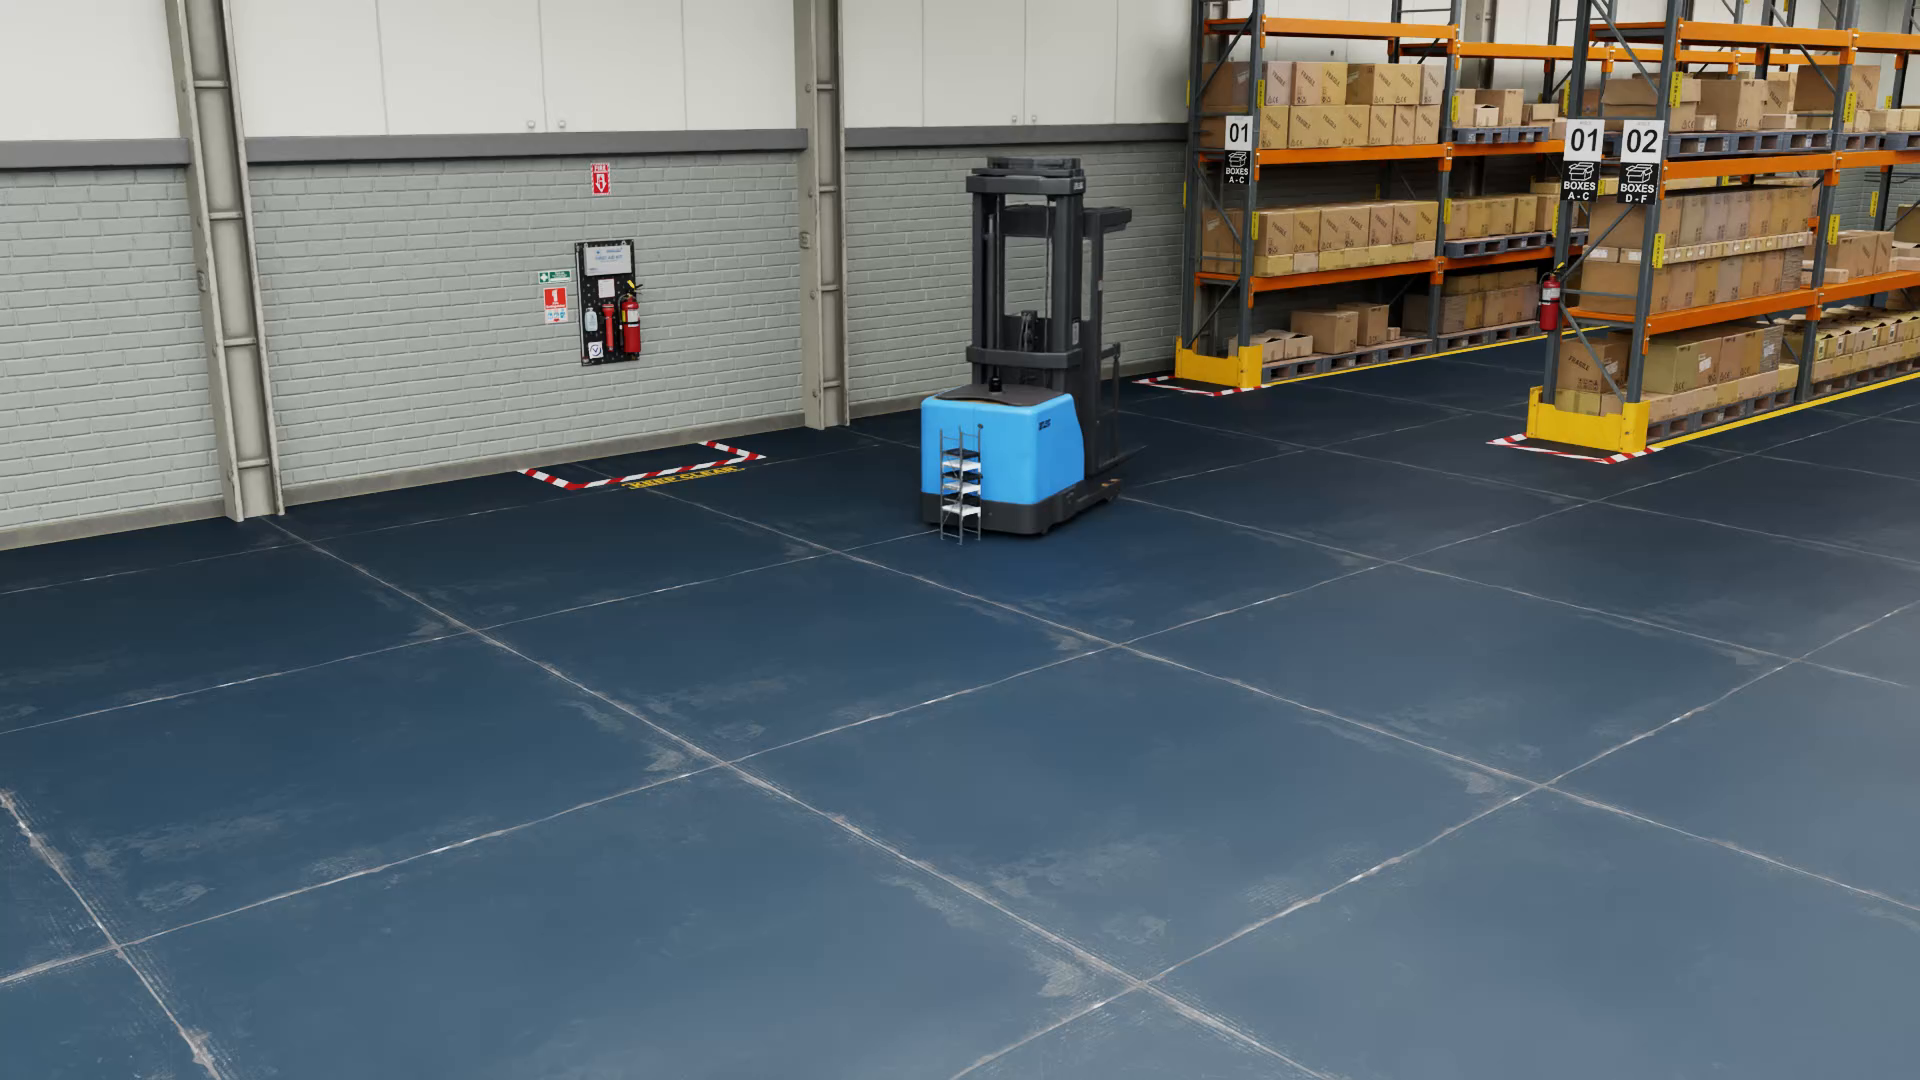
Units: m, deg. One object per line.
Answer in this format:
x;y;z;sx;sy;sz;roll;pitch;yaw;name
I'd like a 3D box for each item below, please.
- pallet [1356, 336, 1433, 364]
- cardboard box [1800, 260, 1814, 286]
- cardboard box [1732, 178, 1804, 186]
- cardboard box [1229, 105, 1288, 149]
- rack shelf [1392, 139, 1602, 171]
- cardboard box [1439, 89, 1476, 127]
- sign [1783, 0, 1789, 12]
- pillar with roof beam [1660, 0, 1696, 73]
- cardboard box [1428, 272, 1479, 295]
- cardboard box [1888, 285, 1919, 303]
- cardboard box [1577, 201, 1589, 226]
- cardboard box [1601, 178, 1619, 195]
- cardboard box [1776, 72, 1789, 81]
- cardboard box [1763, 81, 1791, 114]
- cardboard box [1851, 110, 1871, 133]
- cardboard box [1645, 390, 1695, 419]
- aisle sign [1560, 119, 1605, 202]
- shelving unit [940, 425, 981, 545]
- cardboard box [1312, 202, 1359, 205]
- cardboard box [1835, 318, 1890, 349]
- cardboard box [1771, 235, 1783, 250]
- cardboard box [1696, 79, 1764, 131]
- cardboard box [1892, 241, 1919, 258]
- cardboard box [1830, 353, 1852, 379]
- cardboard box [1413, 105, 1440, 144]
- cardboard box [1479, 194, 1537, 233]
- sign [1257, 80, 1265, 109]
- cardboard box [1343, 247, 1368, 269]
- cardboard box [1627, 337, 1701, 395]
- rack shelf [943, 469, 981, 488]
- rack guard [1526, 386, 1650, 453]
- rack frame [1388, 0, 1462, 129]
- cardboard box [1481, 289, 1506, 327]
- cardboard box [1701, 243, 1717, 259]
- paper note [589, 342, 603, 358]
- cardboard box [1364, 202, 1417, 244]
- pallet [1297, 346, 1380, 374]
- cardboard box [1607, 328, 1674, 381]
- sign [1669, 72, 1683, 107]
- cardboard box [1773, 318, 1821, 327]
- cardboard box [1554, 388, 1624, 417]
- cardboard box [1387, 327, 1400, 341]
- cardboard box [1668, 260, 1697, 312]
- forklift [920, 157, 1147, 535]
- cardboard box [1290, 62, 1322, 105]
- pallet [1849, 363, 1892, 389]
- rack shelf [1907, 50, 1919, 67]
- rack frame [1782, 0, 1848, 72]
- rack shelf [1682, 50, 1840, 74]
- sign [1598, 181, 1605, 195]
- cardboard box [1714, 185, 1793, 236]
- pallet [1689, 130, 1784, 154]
5.669;-2.619;22.648;1.213;0.211;1.003;-13;19;-39;pallet
9.749;-3.143;19.495;0.500;0.250;0.500;-11;19;-36;cardboard box
14.285;-6.051;29.511;0.700;0.700;0.980;-13;20;-40;cardboard box
3.551;-4.925;19.830;0.500;0.500;0.500;-12;19;-38;cardboard box
7.661;-5.528;23.714;4.000;0.370;1.077;-13;19;-39;rack shelf
6.617;-5.865;22.574;0.500;0.500;0.500;-9;18;-32;cardboard box
14.845;-9.655;29.843;0.005;0.325;0.100;-13;19;-39;sign
14.973;-7.790;24.976;0.400;9.000;9.100;-13;19;-39;pillar with roof beam
7.026;-3.658;23.669;0.500;0.250;0.500;-13;20;-41;cardboard box
13.015;-3.383;22.640;0.500;0.250;0.500;-12;19;-37;cardboard box
9.704;-4.999;25.344;0.500;0.500;0.500;-12;19;-38;cardboard box
9.703;-5.361;25.244;0.500;0.250;0.500;-12;19;-38;cardboard box
13.662;-7.672;28.177;0.500;0.500;0.500;-12;19;-39;cardboard box
8.854;-4.858;18.532;0.500;0.500;0.500;-11;18;-35;cardboard box
10.290;-4.899;19.444;0.500;0.250;0.500;14;20;42;cardboard box
7.314;-1.453;17.393;0.500;0.250;0.500;-13;19;-39;cardboard box
6.147;-3.748;16.431;0.004;0.787;0.394;-13;19;-39;aisle sign
0.002;-0.432;13.125;0.210;0.900;0.258;-14;21;-43;shelving unit
4.888;-4.178;21.876;0.500;0.500;0.500;-12;19;-38;cardboard box
11.041;-2.551;20.416;0.500;0.311;0.500;-12;19;-38;cardboard box
8.761;-3.266;18.216;0.250;0.149;0.380;-13;20;-39;cardboard box
7.821;-4.442;16.976;0.500;0.500;0.500;-13;19;-39;cardboard box
12.121;-3.705;21.481;0.500;0.311;0.500;-11;19;-36;cardboard box
10.260;-2.104;19.830;0.500;0.250;0.500;-12;19;-38;cardboard box
5.931;-5.460;21.835;0.500;0.500;0.500;-12;19;-38;cardboard box
7.896;-4.729;24.095;0.500;0.500;0.700;-13;19;-39;cardboard box
3.491;-5.176;19.307;0.005;0.325;0.100;-13;19;-39;sign
4.864;-3.629;21.275;0.500;0.250;0.500;-12;19;-39;cardboard box
7.316;-1.815;17.295;0.500;0.500;0.500;-13;19;-39;cardboard box
0.002;-0.487;13.110;0.200;0.077;0.258;-14;21;-43;rack shelf
6.371;-1.234;16.902;0.348;0.500;1.175;-13;19;-39;rack guard
6.152;-6.986;21.965;0.127;3.000;1.000;-13;19;-39;rack frame
7.465;-3.396;24.143;0.500;0.500;0.700;-12;19;-39;cardboard box
7.604;-3.007;17.246;0.250;0.149;0.380;-14;20;-41;cardboard box
-3.500;-1.827;15.984;0.142;0.148;0.016;-13;19;-39;paper note
5.626;-4.161;21.814;0.500;0.500;0.500;-13;20;-40;cardboard box
4.748;-2.412;21.870;1.213;0.211;1.003;-13;19;-39;pallet
7.343;-2.004;18.000;0.500;0.500;0.500;-13;19;-39;cardboard box
6.749;-4.247;15.676;0.005;0.325;0.100;-13;19;-39;sign
10.290;-2.567;20.475;0.500;0.311;0.500;-13;20;-40;cardboard box
6.600;-1.469;17.451;0.500;0.250;0.500;-13;19;-39;cardboard box
5.768;-2.835;22.687;0.380;0.166;0.250;13;20;40;cardboard box
7.143;-2.661;17.205;0.500;0.500;0.700;-12;19;-38;cardboard box
0.789;-1.792;14.278;1.130;2.935;3.031;7;17;26;forklift
3.996;-5.493;20.020;0.500;0.500;0.500;-13;20;-40;cardboard box
10.858;-2.117;20.765;1.213;0.211;1.003;-13;19;-39;pallet
13.933;-6.498;22.307;4.000;0.370;1.077;-13;19;-39;rack shelf
15.205;-9.019;29.576;0.127;3.000;1.000;-13;19;-39;rack frame
13.696;-8.139;28.452;4.000;0.370;1.077;-13;19;-39;rack shelf
9.533;-5.182;24.748;0.005;0.325;0.100;-13;19;-39;sign
8.696;-3.636;18.344;0.500;0.500;0.700;-13;20;-39;cardboard box
7.860;-4.175;17.426;1.213;0.211;1.003;-13;19;-39;pallet
